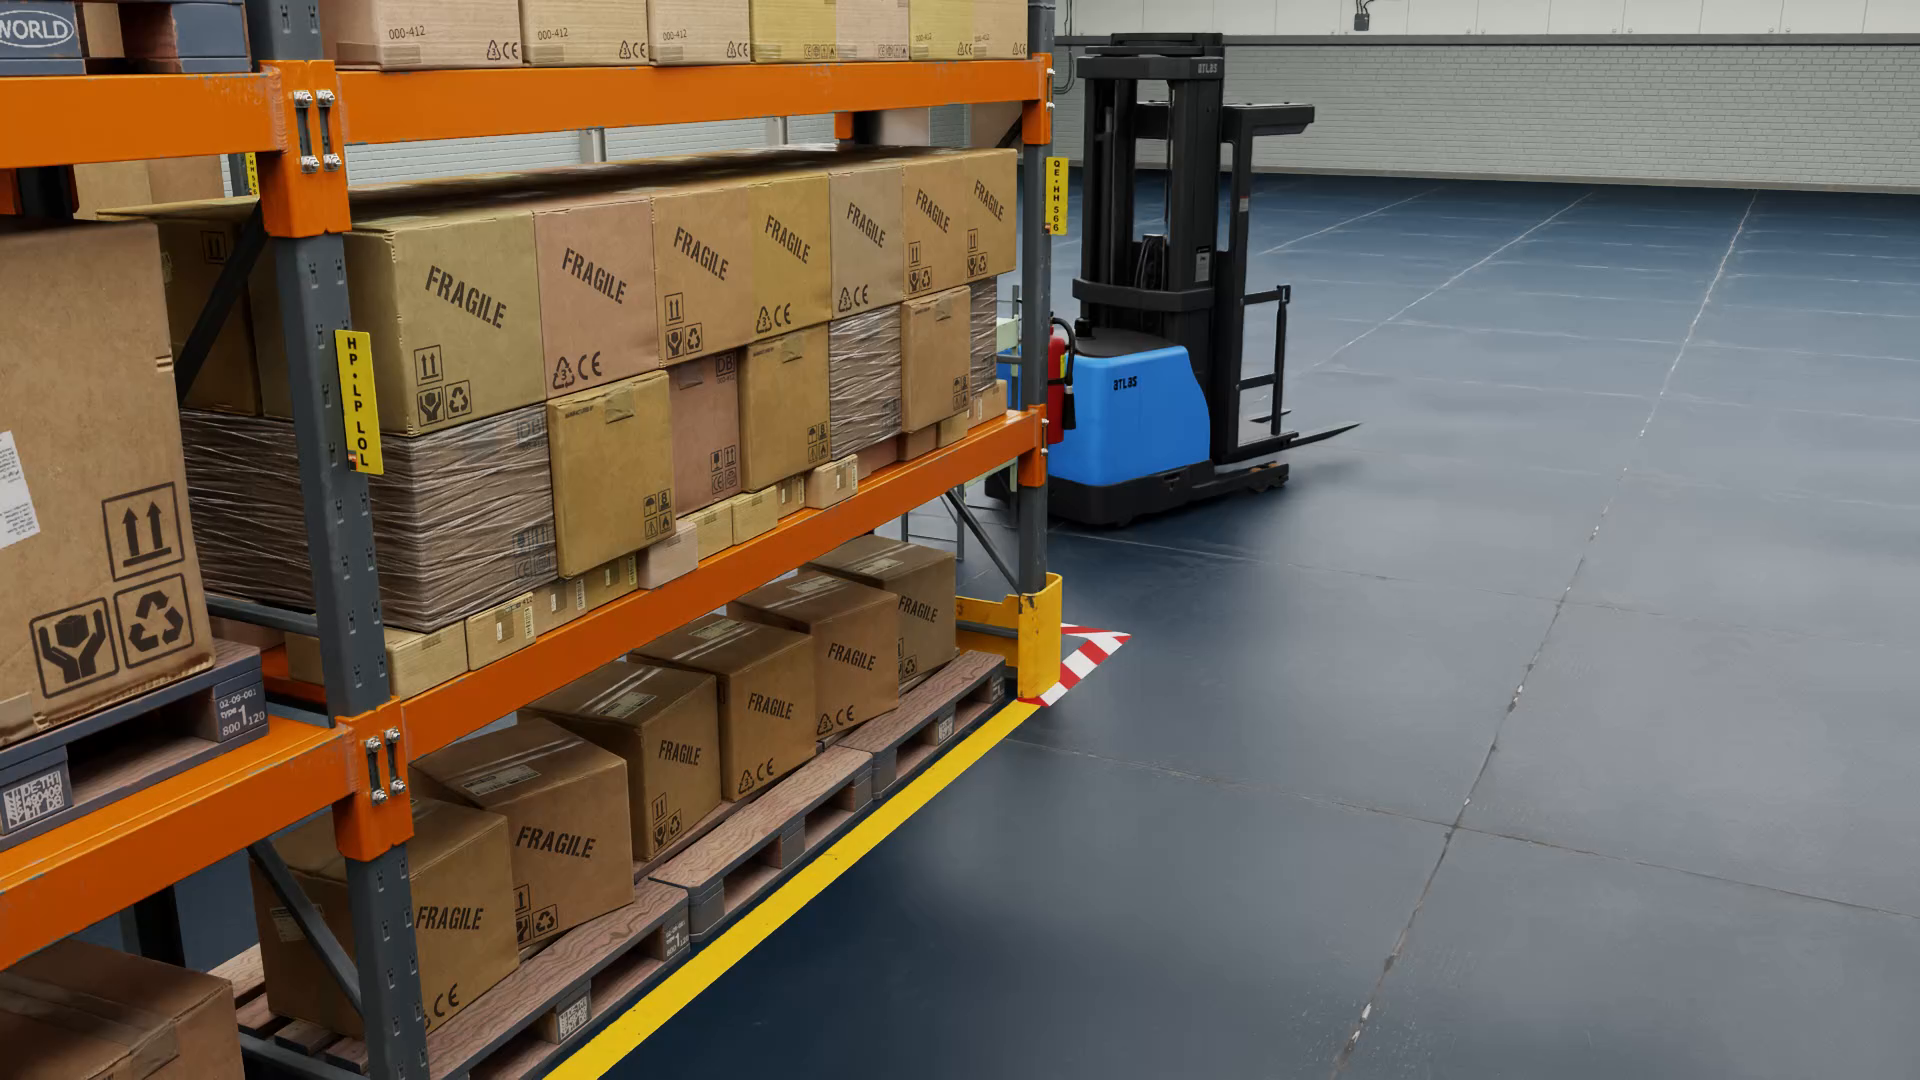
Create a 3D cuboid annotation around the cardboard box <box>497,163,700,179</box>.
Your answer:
[{"bbox_3d":[-1.232,-1.027,5.759,0.500,0.500,0.500,8,18,25],"label":"cardboard box"}]

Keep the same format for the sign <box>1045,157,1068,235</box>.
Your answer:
[{"bbox_3d":[0.415,-1.475,7.135,0.100,0.325,0.005,8,18,25],"label":"sign"}]

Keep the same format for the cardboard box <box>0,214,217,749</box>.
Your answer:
[{"bbox_3d":[-2.340,-0.130,3.403,1.000,1.000,1.000,8,18,26],"label":"cardboard box"}]

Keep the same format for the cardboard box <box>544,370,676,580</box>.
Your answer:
[{"bbox_3d":[-1.348,-0.246,4.886,0.875,0.500,0.500,8,18,25],"label":"cardboard box"}]

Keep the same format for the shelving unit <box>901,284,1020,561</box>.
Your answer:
[{"bbox_3d":[0.003,-0.721,9.817,0.431,1.500,0.755,8,18,25],"label":"shelving unit"}]

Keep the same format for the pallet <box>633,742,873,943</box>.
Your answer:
[{"bbox_3d":[-1.047,1.024,6.207,1.003,0.211,1.213,8,18,25],"label":"pallet"}]

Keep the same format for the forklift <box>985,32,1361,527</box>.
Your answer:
[{"bbox_3d":[1.583,-1.818,10.998,3.031,2.935,1.130,-15,22,-41],"label":"forklift"}]

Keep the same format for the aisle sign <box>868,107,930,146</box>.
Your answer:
[{"bbox_3d":[-0.313,-2.145,7.411,0.394,0.787,0.004,8,18,25],"label":"aisle sign"}]

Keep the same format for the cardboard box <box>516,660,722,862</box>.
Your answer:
[{"bbox_3d":[-1.189,0.759,5.852,0.500,0.500,0.500,6,18,20],"label":"cardboard box"}]

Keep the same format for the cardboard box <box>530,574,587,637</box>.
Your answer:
[{"bbox_3d":[-1.284,0.149,4.696,0.380,0.149,0.250,8,18,25],"label":"cardboard box"}]

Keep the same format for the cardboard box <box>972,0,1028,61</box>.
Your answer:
[{"bbox_3d":[-0.060,-2.055,6.672,0.500,0.250,0.500,9,19,27],"label":"cardboard box"}]

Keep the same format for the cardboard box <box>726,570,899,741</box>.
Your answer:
[{"bbox_3d":[-0.603,0.466,6.840,0.500,0.500,0.500,14,22,40],"label":"cardboard box"}]

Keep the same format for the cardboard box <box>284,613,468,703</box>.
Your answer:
[{"bbox_3d":[-1.495,0.278,4.261,0.380,0.149,0.250,8,18,25],"label":"cardboard box"}]

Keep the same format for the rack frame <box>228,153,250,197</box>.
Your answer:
[{"bbox_3d":[-4.464,-1.501,9.811,1.000,3.000,0.127,8,18,25],"label":"rack frame"}]

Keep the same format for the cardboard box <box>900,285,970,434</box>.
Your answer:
[{"bbox_3d":[-0.459,-0.756,6.603,0.875,0.500,0.500,8,18,25],"label":"cardboard box"}]

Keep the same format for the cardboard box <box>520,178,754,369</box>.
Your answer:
[{"bbox_3d":[-0.985,-0.833,5.105,0.500,0.500,0.500,8,18,25],"label":"cardboard box"}]

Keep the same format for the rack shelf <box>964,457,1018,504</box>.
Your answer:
[{"bbox_3d":[0.003,-0.408,9.909,0.431,0.370,0.720,8,18,25],"label":"rack shelf"}]

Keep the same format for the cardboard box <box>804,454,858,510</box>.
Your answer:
[{"bbox_3d":[-0.591,-0.230,5.971,0.380,0.149,0.250,8,18,25],"label":"cardboard box"}]

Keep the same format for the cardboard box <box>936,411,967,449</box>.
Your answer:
[{"bbox_3d":[-0.193,-0.491,6.852,0.380,0.149,0.250,8,18,25],"label":"cardboard box"}]

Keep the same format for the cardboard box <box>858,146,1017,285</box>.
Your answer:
[{"bbox_3d":[-0.097,-1.343,6.823,0.500,0.500,0.500,8,18,25],"label":"cardboard box"}]

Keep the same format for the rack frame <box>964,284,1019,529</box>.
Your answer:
[{"bbox_3d":[0.167,-0.814,10.130,0.400,1.500,0.023,8,18,25],"label":"rack frame"}]

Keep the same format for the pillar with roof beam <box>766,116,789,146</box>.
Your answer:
[{"bbox_3d":[0.078,-11.115,31.640,9.100,9.000,0.400,8,18,25],"label":"pillar with roof beam"}]

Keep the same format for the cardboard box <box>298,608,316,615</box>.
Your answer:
[{"bbox_3d":[-1.906,0.140,4.726,0.380,0.149,0.250,8,18,25],"label":"cardboard box"}]

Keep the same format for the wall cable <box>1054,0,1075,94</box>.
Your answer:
[{"bbox_3d":[1.407,-12.284,41.032,3.097,2.526,0.112,8,18,25],"label":"wall cable"}]

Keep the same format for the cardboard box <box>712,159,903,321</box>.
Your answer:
[{"bbox_3d":[-0.541,-1.088,5.964,0.500,0.500,0.500,8,18,25],"label":"cardboard box"}]

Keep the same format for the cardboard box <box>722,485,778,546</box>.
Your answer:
[{"bbox_3d":[-0.836,-0.106,5.553,0.380,0.149,0.250,8,18,25],"label":"cardboard box"}]

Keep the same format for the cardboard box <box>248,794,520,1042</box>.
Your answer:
[{"bbox_3d":[-1.645,1.074,4.791,0.500,0.500,0.500,7,18,24],"label":"cardboard box"}]

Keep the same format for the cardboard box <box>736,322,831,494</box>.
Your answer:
[{"bbox_3d":[-0.955,-0.508,5.769,0.875,0.500,0.500,8,18,25],"label":"cardboard box"}]

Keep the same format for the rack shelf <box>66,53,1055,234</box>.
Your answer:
[{"bbox_3d":[-0.966,-1.428,5.560,1.077,0.370,4.000,8,18,25],"label":"rack shelf"}]

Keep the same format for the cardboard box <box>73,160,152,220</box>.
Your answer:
[{"bbox_3d":[-4.828,-1.849,8.823,0.875,0.550,0.550,8,18,25],"label":"cardboard box"}]

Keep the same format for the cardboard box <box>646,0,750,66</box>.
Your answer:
[{"bbox_3d":[-0.966,-1.534,4.917,0.500,0.250,0.500,7,18,23],"label":"cardboard box"}]

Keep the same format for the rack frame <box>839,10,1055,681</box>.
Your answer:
[{"bbox_3d":[-0.072,-0.845,7.600,1.000,3.000,0.127,8,18,25],"label":"rack frame"}]

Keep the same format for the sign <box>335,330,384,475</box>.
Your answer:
[{"bbox_3d":[-1.362,-0.311,3.770,0.100,0.325,0.005,8,18,25],"label":"sign"}]

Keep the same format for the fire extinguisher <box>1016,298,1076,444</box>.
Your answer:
[{"bbox_3d":[0.391,-0.778,7.511,0.296,0.674,0.183,8,18,25],"label":"fire extinguisher"}]

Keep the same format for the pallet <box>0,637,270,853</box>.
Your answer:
[{"bbox_3d":[-2.331,0.442,3.603,1.003,0.211,1.213,8,18,25],"label":"pallet"}]

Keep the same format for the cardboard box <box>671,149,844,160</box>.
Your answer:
[{"bbox_3d":[-0.792,-1.282,6.620,0.500,0.500,0.500,8,18,25],"label":"cardboard box"}]

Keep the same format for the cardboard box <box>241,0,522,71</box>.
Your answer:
[{"bbox_3d":[-1.429,-1.274,4.040,0.500,0.250,0.500,7,18,23],"label":"cardboard box"}]

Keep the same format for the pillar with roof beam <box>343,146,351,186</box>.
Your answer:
[{"bbox_3d":[-5.284,-8.058,21.349,9.100,9.000,0.400,8,18,25],"label":"pillar with roof beam"}]

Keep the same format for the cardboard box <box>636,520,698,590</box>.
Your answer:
[{"bbox_3d":[-1.033,0.026,5.111,0.380,0.149,0.250,8,18,25],"label":"cardboard box"}]

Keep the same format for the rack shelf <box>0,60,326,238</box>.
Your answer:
[{"bbox_3d":[-2.753,-0.409,2.129,1.077,0.370,4.000,8,18,25],"label":"rack shelf"}]

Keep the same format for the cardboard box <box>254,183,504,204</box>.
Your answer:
[{"bbox_3d":[-1.683,-0.773,4.903,0.500,0.500,0.500,8,18,25],"label":"cardboard box"}]

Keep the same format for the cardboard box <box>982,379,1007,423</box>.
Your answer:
[{"bbox_3d":[-0.015,-0.625,7.302,0.380,0.149,0.250,8,18,25],"label":"cardboard box"}]

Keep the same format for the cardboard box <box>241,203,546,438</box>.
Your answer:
[{"bbox_3d":[-1.431,-0.578,4.247,0.500,0.500,0.500,8,18,25],"label":"cardboard box"}]

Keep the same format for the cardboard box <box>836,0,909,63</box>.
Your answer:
[{"bbox_3d":[-0.518,-1.798,5.806,0.500,0.250,0.500,9,19,27],"label":"cardboard box"}]

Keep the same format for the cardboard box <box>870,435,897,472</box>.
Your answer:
[{"bbox_3d":[-0.467,-0.371,6.447,0.380,0.149,0.250,8,18,25],"label":"cardboard box"}]
